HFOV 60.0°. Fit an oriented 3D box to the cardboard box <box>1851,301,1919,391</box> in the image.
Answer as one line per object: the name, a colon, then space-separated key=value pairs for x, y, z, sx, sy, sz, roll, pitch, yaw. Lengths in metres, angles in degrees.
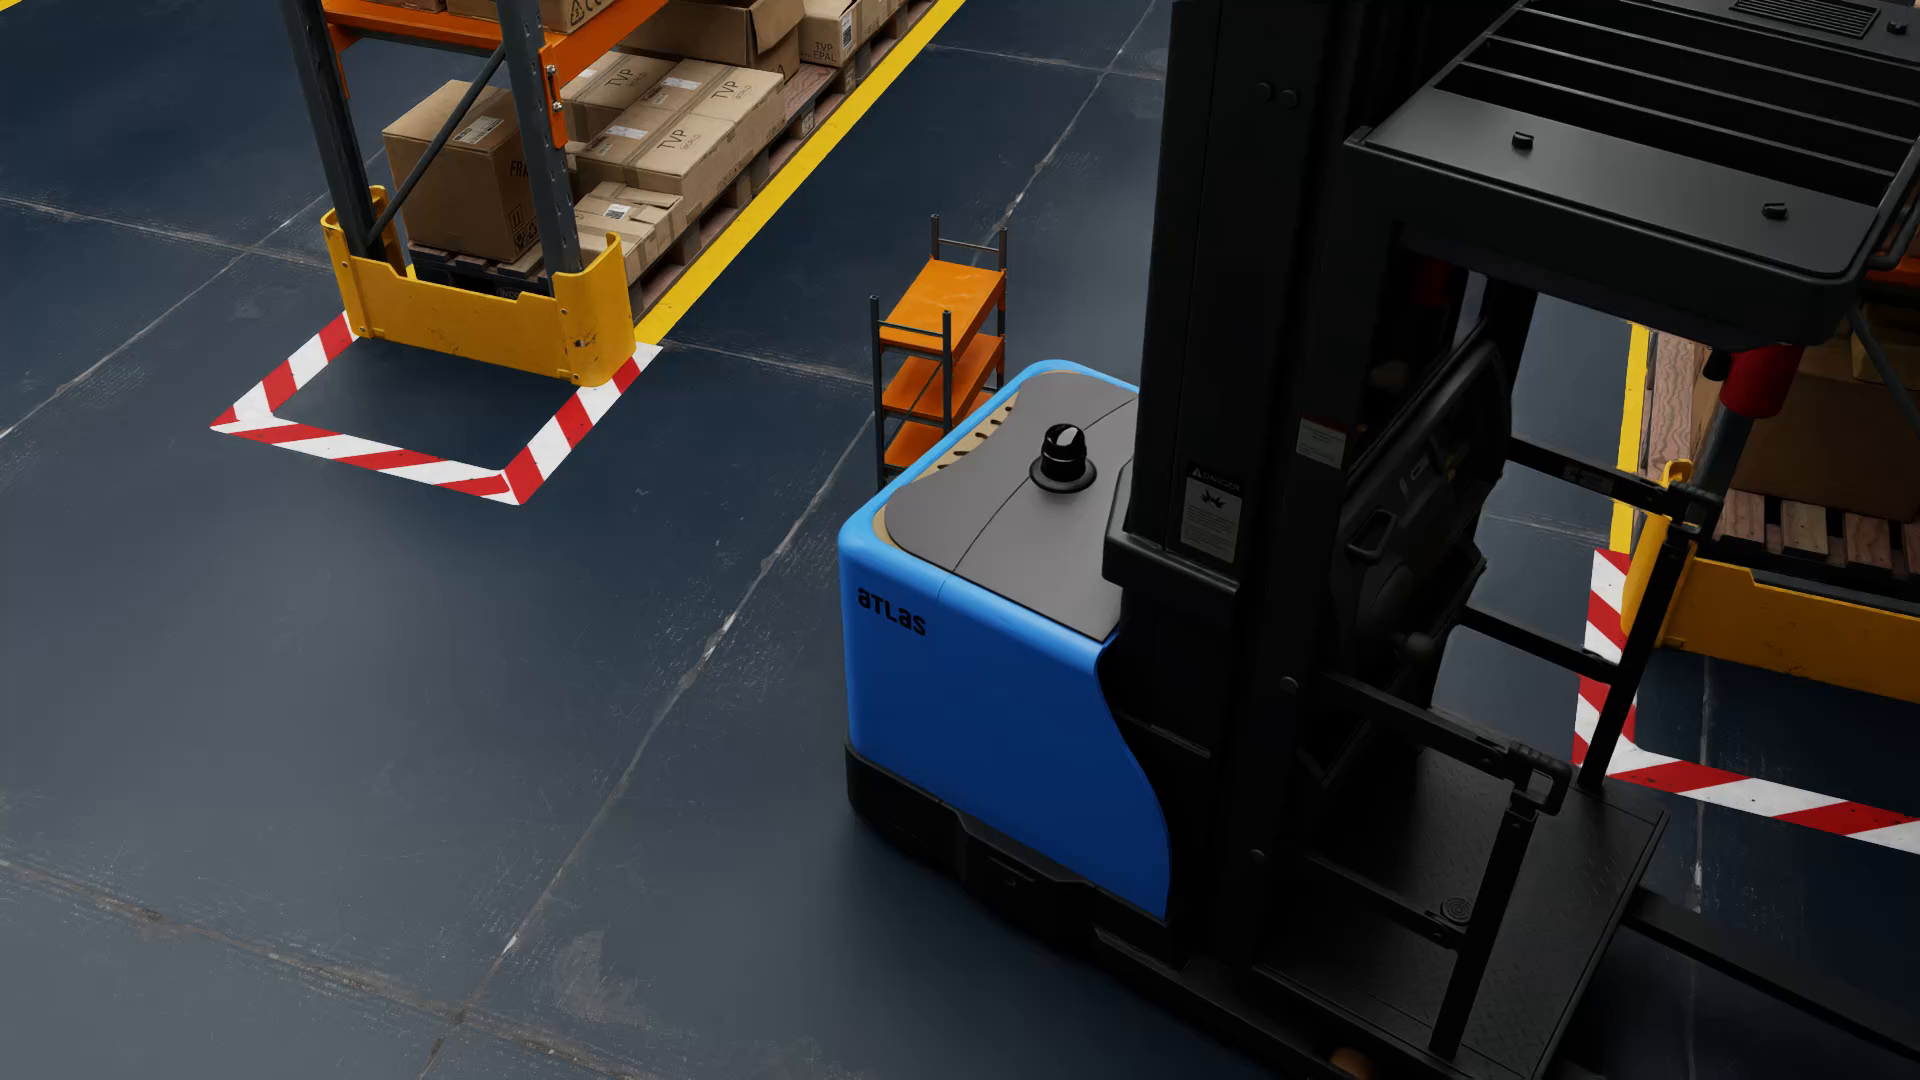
cardboard box: x=3.038 y=-0.595 z=5.239 sx=0.380 sy=0.149 sz=0.250 roll=14 pitch=42 yaw=15

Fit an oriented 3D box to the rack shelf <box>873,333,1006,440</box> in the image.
rack shelf: x=-0.057 y=-0.474 z=5.141 sx=0.258 sy=0.148 sz=0.480 roll=13 pitch=42 yaw=15

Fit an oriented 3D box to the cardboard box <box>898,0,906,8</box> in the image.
cardboard box: x=-0.469 y=-3.154 z=8.722 sx=0.500 sy=0.500 sz=0.500 roll=13 pitch=42 yaw=15

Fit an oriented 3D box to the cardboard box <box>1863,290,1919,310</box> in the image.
cardboard box: x=3.211 y=-0.904 z=5.601 sx=0.380 sy=0.149 sz=0.250 roll=13 pitch=42 yaw=15

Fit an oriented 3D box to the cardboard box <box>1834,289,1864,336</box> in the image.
cardboard box: x=2.766 y=-0.834 z=5.520 sx=0.380 sy=0.149 sz=0.250 roll=13 pitch=42 yaw=15

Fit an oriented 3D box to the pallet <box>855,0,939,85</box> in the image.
pallet: x=-0.776 y=-2.868 z=8.949 sx=1.003 sy=0.211 sz=1.213 roll=13 pitch=42 yaw=15

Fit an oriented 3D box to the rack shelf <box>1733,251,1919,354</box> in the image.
rack shelf: x=3.432 y=-1.757 z=6.053 sx=1.077 sy=0.370 sz=4.000 roll=13 pitch=42 yaw=15

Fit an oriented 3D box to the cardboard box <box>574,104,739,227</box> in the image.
cardboard box: x=-1.285 y=-1.603 z=7.097 sx=0.500 sy=0.250 sz=0.500 roll=13 pitch=42 yaw=15

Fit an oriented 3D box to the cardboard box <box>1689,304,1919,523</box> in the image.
cardboard box: x=2.893 y=-0.469 z=5.591 sx=0.700 sy=0.500 sz=0.500 roll=13 pitch=42 yaw=15

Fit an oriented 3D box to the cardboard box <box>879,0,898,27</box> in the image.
cardboard box: x=-0.541 y=-2.778 z=8.553 sx=0.380 sy=0.149 sz=0.250 roll=13 pitch=42 yaw=15

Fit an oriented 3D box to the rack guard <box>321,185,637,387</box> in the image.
rack guard: x=-1.882 y=-1.004 z=6.541 sx=1.175 sy=0.500 sz=0.348 roll=13 pitch=42 yaw=15

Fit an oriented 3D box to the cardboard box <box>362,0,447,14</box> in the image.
cardboard box: x=-2.011 y=-2.280 z=6.034 sx=0.500 sy=0.500 sz=0.500 roll=15 pitch=43 yaw=16

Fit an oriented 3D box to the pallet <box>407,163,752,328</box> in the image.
pallet: x=-1.611 y=-1.380 z=7.205 sx=1.003 sy=0.211 sz=1.213 roll=13 pitch=42 yaw=15

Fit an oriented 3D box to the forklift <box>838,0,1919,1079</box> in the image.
forklift: x=1.175 y=-0.028 z=3.525 sx=3.031 sy=2.935 sz=1.130 roll=25 pitch=46 yaw=26

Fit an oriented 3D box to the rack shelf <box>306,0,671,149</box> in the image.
rack shelf: x=-1.225 y=-2.854 z=7.339 sx=1.077 sy=0.370 sz=4.000 roll=13 pitch=42 yaw=15

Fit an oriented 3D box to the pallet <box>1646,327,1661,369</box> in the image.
pallet: x=3.367 y=-0.997 z=6.756 sx=1.003 sy=0.211 sz=1.213 roll=13 pitch=42 yaw=15

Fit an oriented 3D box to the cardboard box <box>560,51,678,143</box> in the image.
cardboard box: x=-1.601 y=-1.989 z=7.549 sx=0.500 sy=0.250 sz=0.500 roll=13 pitch=42 yaw=15

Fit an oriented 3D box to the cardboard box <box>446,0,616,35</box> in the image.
cardboard box: x=-1.509 y=-2.158 z=5.892 sx=0.500 sy=0.500 sz=0.500 roll=14 pitch=42 yaw=16

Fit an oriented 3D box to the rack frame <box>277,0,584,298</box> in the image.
rack frame: x=-1.908 y=-1.908 z=5.675 sx=1.000 sy=3.000 sz=0.127 roll=13 pitch=42 yaw=15

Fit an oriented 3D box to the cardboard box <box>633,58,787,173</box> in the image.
cardboard box: x=-1.114 y=-1.908 z=7.455 sx=0.500 sy=0.250 sz=0.500 roll=13 pitch=42 yaw=15

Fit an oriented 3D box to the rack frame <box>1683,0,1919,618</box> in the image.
rack frame: x=2.748 y=-0.811 z=4.389 sx=1.000 sy=3.000 sz=0.127 roll=13 pitch=42 yaw=15

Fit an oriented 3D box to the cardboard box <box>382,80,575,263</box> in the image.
cardboard box: x=-1.954 y=-1.511 z=6.797 sx=0.500 sy=0.500 sz=0.500 roll=13 pitch=42 yaw=15

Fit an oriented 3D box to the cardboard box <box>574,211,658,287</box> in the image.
cardboard box: x=-1.442 y=-1.170 z=6.668 sx=0.380 sy=0.149 sz=0.250 roll=13 pitch=42 yaw=15

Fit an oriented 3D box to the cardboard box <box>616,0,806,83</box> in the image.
cardboard box: x=-1.178 y=-2.418 z=7.858 sx=0.797 sy=0.503 sz=0.637 roll=13 pitch=42 yaw=15

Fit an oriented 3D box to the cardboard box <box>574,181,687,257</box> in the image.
cardboard box: x=-1.357 y=-1.329 z=6.841 sx=0.380 sy=0.166 sz=0.250 roll=13 pitch=42 yaw=15

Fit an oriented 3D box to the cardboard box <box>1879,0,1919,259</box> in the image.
cardboard box: x=2.913 y=-1.238 z=4.659 sx=0.980 sy=0.700 sz=0.700 roll=15 pitch=43 yaw=17

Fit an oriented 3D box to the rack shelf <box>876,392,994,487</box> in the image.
rack shelf: x=-0.057 y=-0.304 z=5.286 sx=0.258 sy=0.148 sz=0.480 roll=13 pitch=42 yaw=15

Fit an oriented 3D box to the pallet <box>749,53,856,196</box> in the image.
pallet: x=-1.192 y=-2.122 z=8.074 sx=1.003 sy=0.211 sz=1.213 roll=13 pitch=42 yaw=15

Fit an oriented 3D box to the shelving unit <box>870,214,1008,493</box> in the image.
shelving unit: x=-0.057 y=-0.355 z=5.242 sx=0.258 sy=1.200 sz=0.503 roll=13 pitch=42 yaw=15

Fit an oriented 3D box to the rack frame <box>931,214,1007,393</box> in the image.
rack frame: x=0.027 y=-0.504 z=5.417 sx=0.240 sy=1.200 sz=0.015 roll=13 pitch=42 yaw=15

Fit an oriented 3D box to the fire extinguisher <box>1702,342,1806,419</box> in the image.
fire extinguisher: x=2.263 y=-0.650 z=4.548 sx=0.296 sy=0.674 sz=0.183 roll=13 pitch=42 yaw=15

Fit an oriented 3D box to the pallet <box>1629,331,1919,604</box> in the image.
pallet: x=2.948 y=-0.255 z=5.887 sx=1.003 sy=0.211 sz=1.213 roll=13 pitch=42 yaw=15

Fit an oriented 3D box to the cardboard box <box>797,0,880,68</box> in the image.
cardboard box: x=-0.725 y=-2.624 z=8.248 sx=0.500 sy=0.311 sz=0.500 roll=13 pitch=42 yaw=15

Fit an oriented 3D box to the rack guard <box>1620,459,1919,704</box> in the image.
rack guard: x=2.740 y=0.155 z=5.184 sx=1.175 sy=0.500 sz=0.348 roll=13 pitch=42 yaw=15

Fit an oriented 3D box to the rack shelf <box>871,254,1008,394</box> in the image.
rack shelf: x=-0.057 y=-0.654 z=4.987 sx=0.258 sy=0.148 sz=0.480 roll=13 pitch=42 yaw=15

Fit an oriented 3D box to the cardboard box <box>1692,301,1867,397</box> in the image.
cardboard box: x=3.064 y=-0.774 z=5.949 sx=0.700 sy=0.500 sz=0.500 roll=13 pitch=42 yaw=15

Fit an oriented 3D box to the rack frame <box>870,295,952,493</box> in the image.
rack frame: x=-0.140 y=-0.207 z=5.068 sx=0.240 sy=1.200 sz=0.015 roll=13 pitch=42 yaw=15

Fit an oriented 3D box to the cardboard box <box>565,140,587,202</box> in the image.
cardboard box: x=-1.731 y=-1.611 z=7.171 sx=0.380 sy=0.166 sz=0.250 roll=13 pitch=42 yaw=15
